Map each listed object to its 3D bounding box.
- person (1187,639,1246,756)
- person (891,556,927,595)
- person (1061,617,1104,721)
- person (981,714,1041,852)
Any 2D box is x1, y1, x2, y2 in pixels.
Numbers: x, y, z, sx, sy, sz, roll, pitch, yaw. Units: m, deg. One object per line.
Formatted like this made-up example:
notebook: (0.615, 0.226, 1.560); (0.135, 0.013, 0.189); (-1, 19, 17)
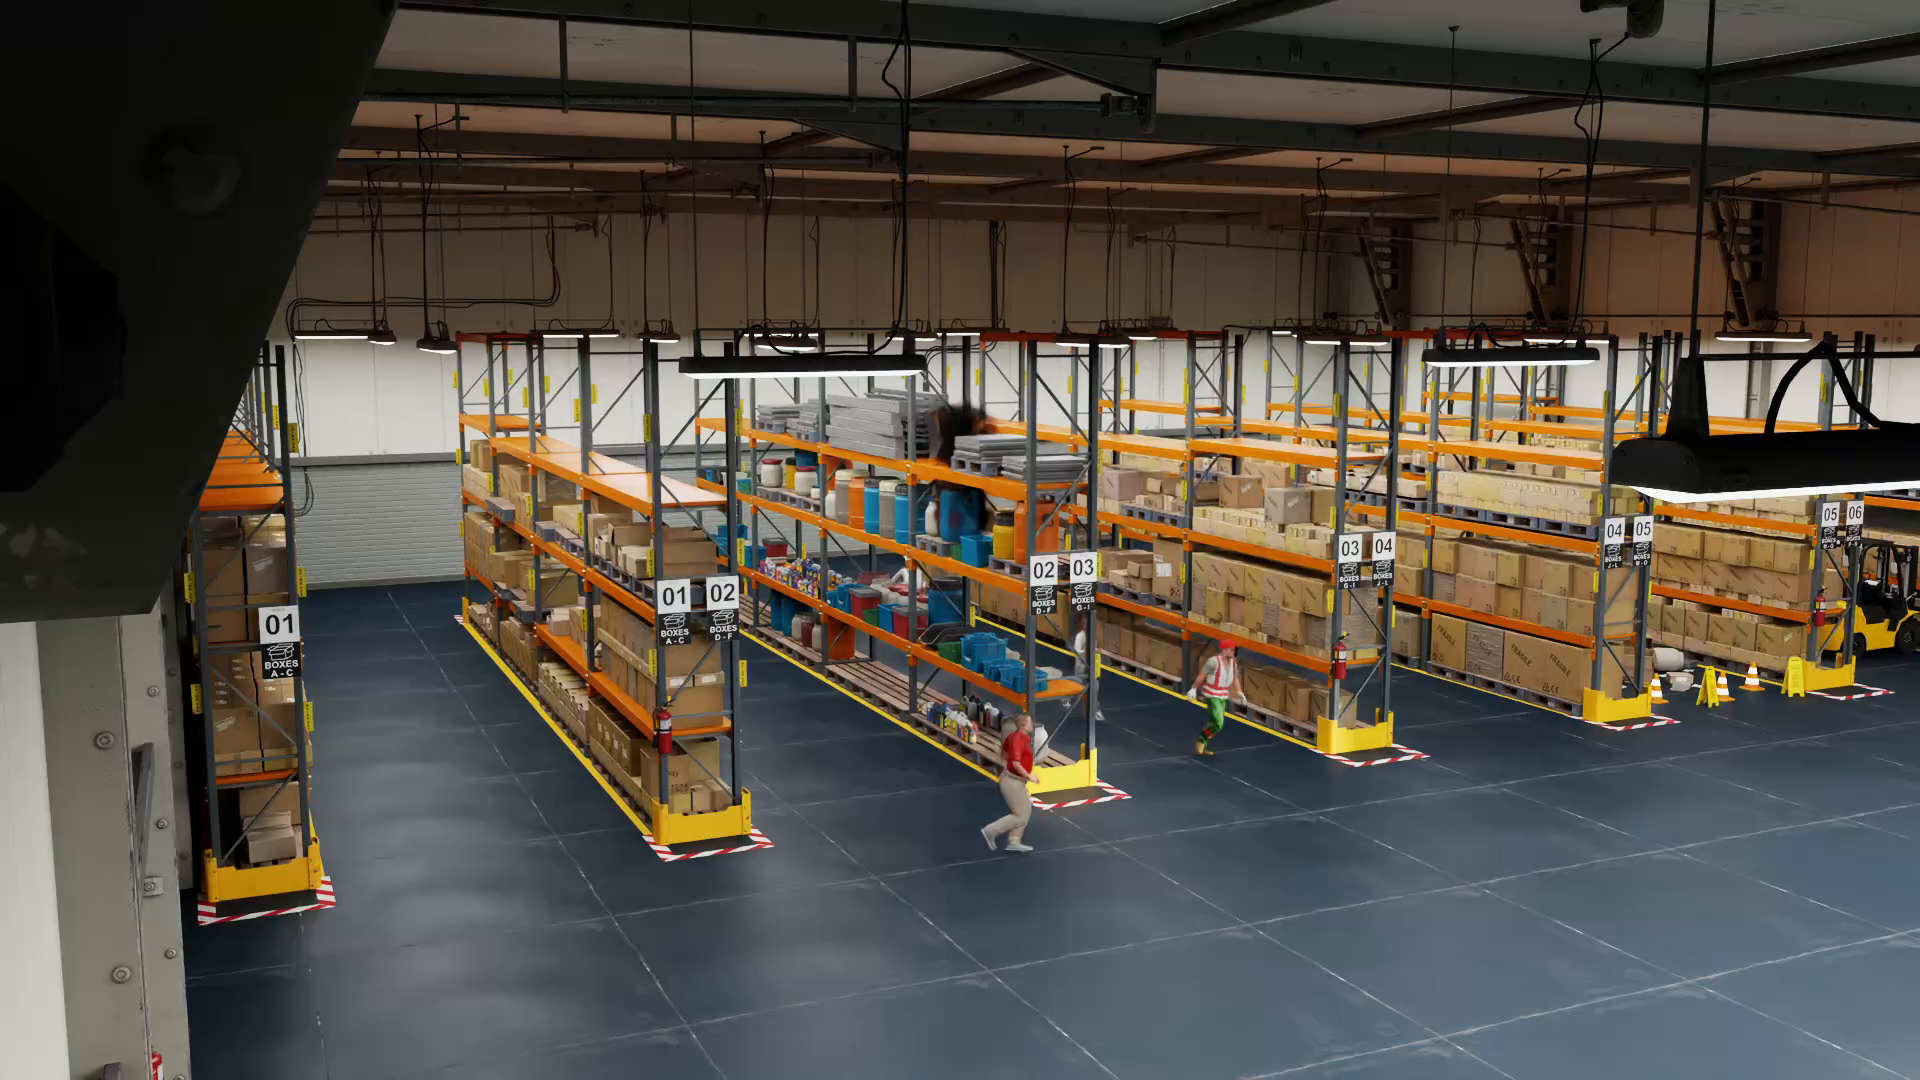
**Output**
person: (3.706, 2.255, 23.886); (0.632, 1.729, 0.712); (-7, 10, -40)
person: (-0.926, 1.140, 32.126); (0.658, 1.760, 0.669); (-4, 9, -30)
person: (1.949, 1.999, 26.204); (0.540, 1.593, 0.861); (-7, 10, -41)
person: (0.599, 2.882, 19.624); (0.688, 1.673, 0.662); (0, 8, -4)
